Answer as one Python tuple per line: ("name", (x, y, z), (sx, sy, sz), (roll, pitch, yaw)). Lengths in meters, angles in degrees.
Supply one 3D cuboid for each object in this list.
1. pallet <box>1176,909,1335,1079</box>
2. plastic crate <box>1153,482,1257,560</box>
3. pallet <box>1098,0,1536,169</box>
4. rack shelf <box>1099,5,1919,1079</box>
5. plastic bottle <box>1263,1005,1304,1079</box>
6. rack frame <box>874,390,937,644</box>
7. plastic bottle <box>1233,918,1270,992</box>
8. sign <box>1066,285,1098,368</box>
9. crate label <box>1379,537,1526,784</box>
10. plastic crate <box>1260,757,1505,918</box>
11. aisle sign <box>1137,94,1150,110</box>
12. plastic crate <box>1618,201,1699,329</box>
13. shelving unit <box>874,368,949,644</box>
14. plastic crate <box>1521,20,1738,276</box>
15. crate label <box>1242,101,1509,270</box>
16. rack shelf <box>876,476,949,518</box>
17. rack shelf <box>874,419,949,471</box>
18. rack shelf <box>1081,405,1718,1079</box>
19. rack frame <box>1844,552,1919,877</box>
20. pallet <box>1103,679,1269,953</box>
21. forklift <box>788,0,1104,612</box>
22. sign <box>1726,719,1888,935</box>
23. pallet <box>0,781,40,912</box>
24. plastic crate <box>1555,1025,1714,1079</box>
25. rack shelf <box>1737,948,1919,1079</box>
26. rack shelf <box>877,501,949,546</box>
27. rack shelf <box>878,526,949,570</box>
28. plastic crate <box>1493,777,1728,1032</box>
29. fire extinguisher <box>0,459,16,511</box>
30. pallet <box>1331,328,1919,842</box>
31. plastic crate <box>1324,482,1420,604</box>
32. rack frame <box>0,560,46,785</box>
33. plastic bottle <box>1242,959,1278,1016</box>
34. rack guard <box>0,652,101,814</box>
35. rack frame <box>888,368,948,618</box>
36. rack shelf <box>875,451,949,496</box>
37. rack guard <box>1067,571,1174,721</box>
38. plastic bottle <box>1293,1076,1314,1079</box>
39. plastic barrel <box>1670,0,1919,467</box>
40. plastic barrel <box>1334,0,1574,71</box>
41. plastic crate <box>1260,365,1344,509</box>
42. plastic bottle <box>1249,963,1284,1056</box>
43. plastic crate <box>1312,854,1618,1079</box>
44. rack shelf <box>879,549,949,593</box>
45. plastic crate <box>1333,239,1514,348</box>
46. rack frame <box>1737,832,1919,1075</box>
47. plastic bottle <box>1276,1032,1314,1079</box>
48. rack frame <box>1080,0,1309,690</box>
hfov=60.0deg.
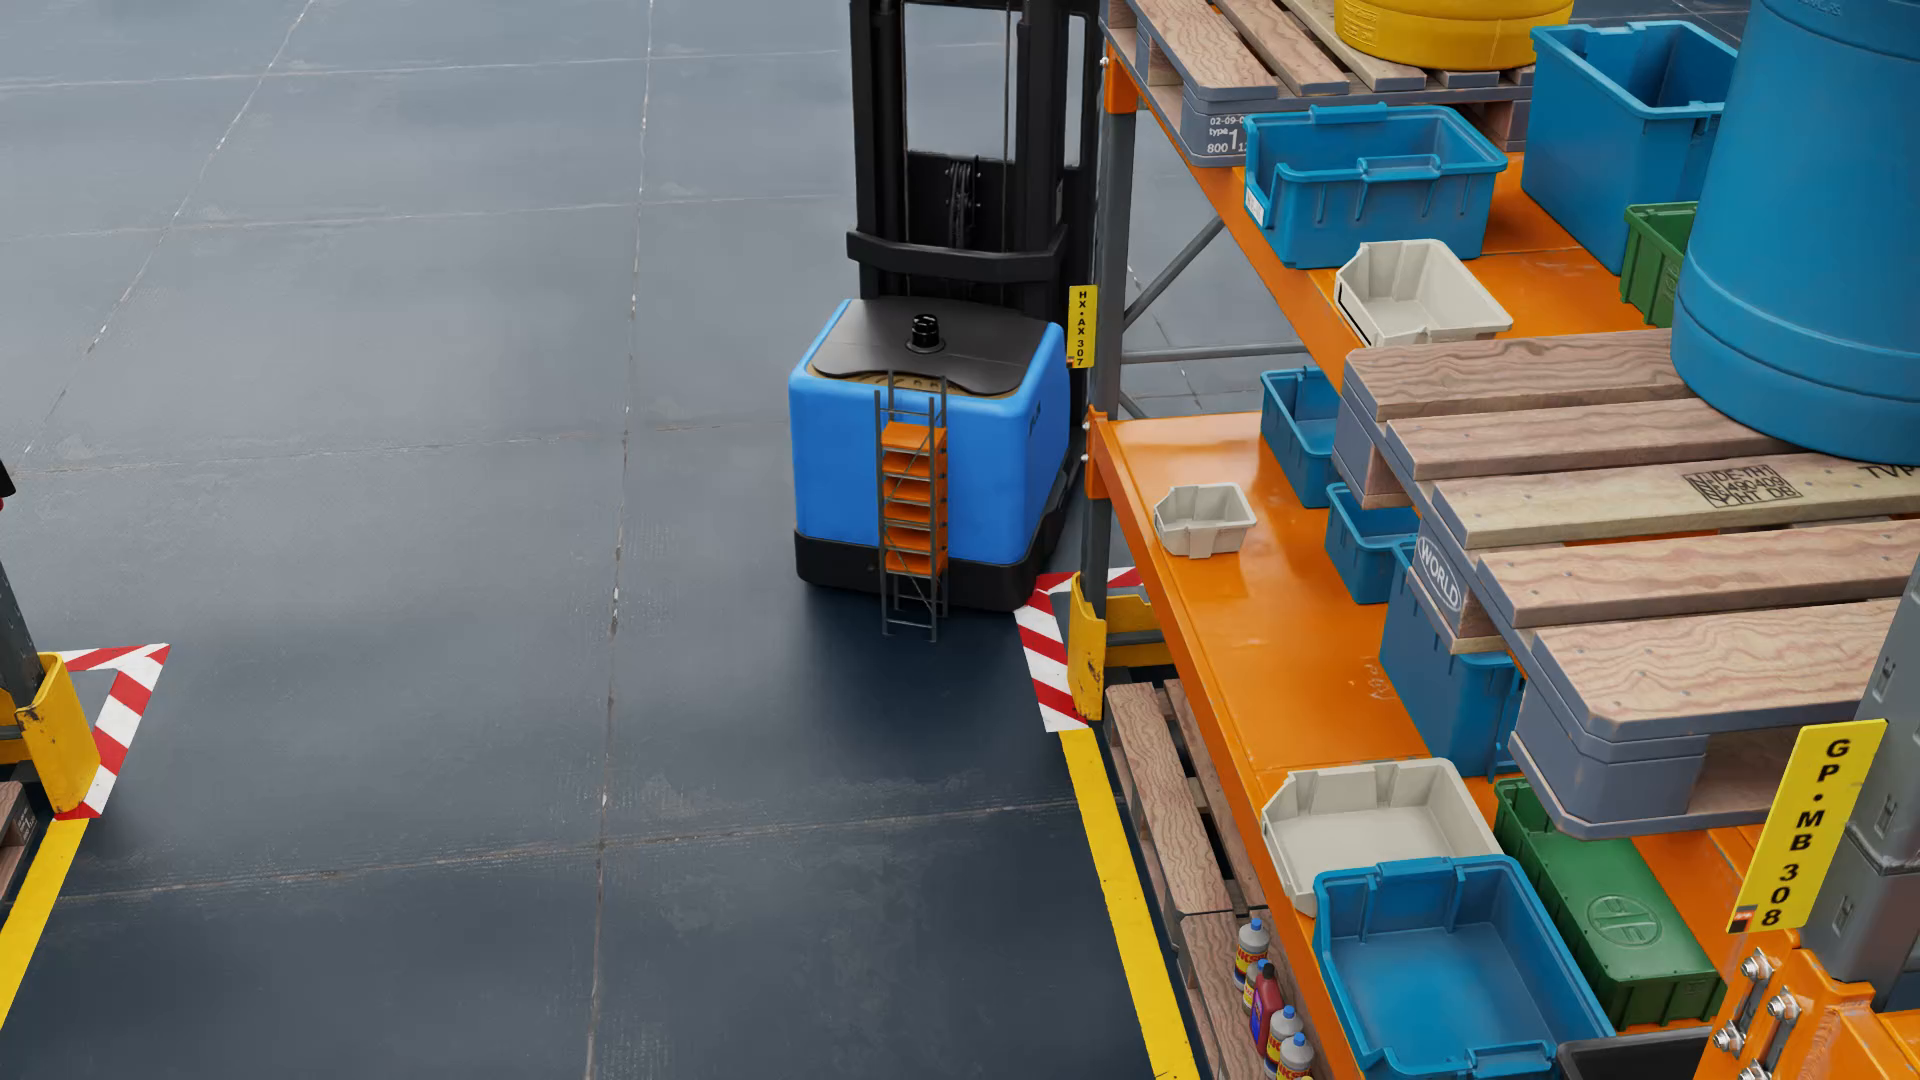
("pallet", (1.304, 1.637, 5.161), (1.003, 0.211, 1.213), (-4, 35, -6))
("plastic crate", (0.784, -0.055, 5.401), (0.298, 0.136, 0.250), (-4, 35, -6))
("pallet", (0.997, -1.380, 4.616), (1.003, 0.211, 1.213), (-4, 35, -6))
("rack shelf", (1.252, -0.514, 3.816), (1.077, 0.370, 4.000), (-4, 35, -6))
("plastic bottle", (0.964, 1.485, 4.940), (0.097, 0.271, 0.097), (0, 34, 0))
("rack frame", (-0.216, -0.072, 6.790), (0.240, 1.200, 0.006), (8, 35, 12))
("plastic bottle", (0.918, 1.293, 5.221), (0.097, 0.271, 0.097), (0, 34, 0))
("sign", (0.437, -0.763, 5.960), (0.100, 0.325, 0.005), (-4, 35, -6))
("crate label", (1.498, 0.304, 4.608), (0.502, 0.435, 0.616), (-4, 35, -6))
("plastic crate", (1.051, 0.766, 4.196), (0.530, 0.136, 0.437), (-4, 35, -6))
("aisle sign", (0.683, -1.780, 5.390), (0.394, 0.787, 0.004), (-4, 35, -6))
("plastic crate", (1.578, -0.509, 3.357), (0.336, 0.188, 0.450), (-4, 35, -6))
("shelving unit", (-0.193, -0.121, 6.863), (0.258, 1.200, 0.189), (8, 35, 12))
("plastic crate", (1.537, -0.879, 3.727), (0.392, 0.384, 0.575), (-4, 35, -6))
("crate label", (0.907, -0.796, 3.723), (0.502, 0.251, 0.408), (-4, 35, -6))
("rack shelf", (-0.193, -0.184, 6.820), (0.258, 0.103, 0.180), (8, 35, 12))
("rack shelf", (-0.193, -0.382, 6.685), (0.258, 0.103, 0.180), (8, 35, 12))
("rack shelf", (1.252, 0.726, 4.660), (1.077, 0.370, 4.000), (-4, 35, -6))
("rack frame", (1.521, -0.935, 1.131), (1.000, 3.000, 0.127), (-4, 35, -6))
("pallet", (1.143, 0.957, 6.158), (1.003, 0.211, 1.213), (-4, 35, -6))
("forklift", (0.132, -1.727, 7.682), (1.130, 2.935, 3.031), (8, 35, 12))
("sign", (0.974, 0.337, 1.921), (0.100, 0.325, 0.005), (-4, 35, -6))
("pallet", (-3.841, 1.338, 5.599), (1.003, 0.211, 1.213), (-4, 35, -6))
("plastic crate", (1.576, 1.268, 3.280), (0.767, 0.338, 0.504), (-4, 35, -6))
("rack shelf", (1.790, 1.718, 0.540), (1.077, 0.370, 4.000), (-4, 35, -6))
("rack shelf", (-0.193, -0.085, 6.888), (0.258, 0.103, 0.180), (8, 35, 12))
("rack shelf", (-0.193, 0.014, 6.955), (0.258, 0.103, 0.180), (8, 35, 12))
("plastic crate", (1.618, 0.853, 4.023), (0.450, 0.188, 0.662), (-4, 35, -6))
("fire extinguisher", (-3.484, -0.379, 5.712), (0.296, 0.674, 0.183), (-4, 35, -6))
("pallet", (1.327, -0.012, 2.609), (1.213, 0.211, 1.003), (-4, 35, -6))
("plastic crate", (1.428, -0.007, 5.228), (0.499, 0.251, 0.408), (-4, 35, -6))
("rack frame", (-3.925, -0.313, 5.545), (1.000, 3.000, 0.127), (-4, 35, -6))
("plastic bottle", (0.932, 1.380, 5.156), (0.097, 0.201, 0.097), (0, 34, 0))
("rack guard", (-3.915, 0.763, 6.187), (1.175, 0.500, 0.348), (-4, 35, -6))
("rack frame", (-0.171, -0.171, 6.936), (0.240, 1.200, 0.006), (8, 35, 12))
("rack shelf", (-0.193, -0.283, 6.753), (0.258, 0.103, 0.180), (8, 35, 12))
("rack guard", (1.039, 0.384, 6.742), (1.175, 0.500, 0.348), (-4, 35, -6))
("plastic bottle", (0.991, 1.625, 4.797), (0.097, 0.201, 0.097), (0, 34, 0))
("plastic barrel", (1.493, -0.639, 2.543), (0.600, 0.901, 0.708), (-4, 35, -6))
("plastic barrel", (1.262, -1.552, 4.160), (0.600, 0.588, 0.600), (0, 34, 0))
("plastic crate", (1.346, -0.370, 5.761), (0.499, 0.251, 0.616), (-4, 35, -6))
("plastic bottle", (0.930, 1.416, 5.030), (0.061, 0.283, 0.133), (-4, 34, -6))
("plastic crate", (1.103, 1.009, 3.738), (0.499, 0.251, 0.616), (-4, 35, -6))
("rack shelf", (-0.193, 0.114, 7.023), (0.258, 0.103, 0.180), (8, 35, 12))
("plastic crate", (0.904, -0.451, 3.319), (0.243, 0.136, 0.396), (-4, 35, -6))
("rack frame", (1.521, 1.544, 2.820), (1.000, 3.000, 0.127), (-4, 35, -6))
("plastic bottle", (0.977, 1.540, 4.858), (0.097, 0.271, 0.097), (0, 34, 0))
("rack frame", (0.983, -0.688, 6.096), (1.000, 3.000, 0.127), (-4, 35, -6))
